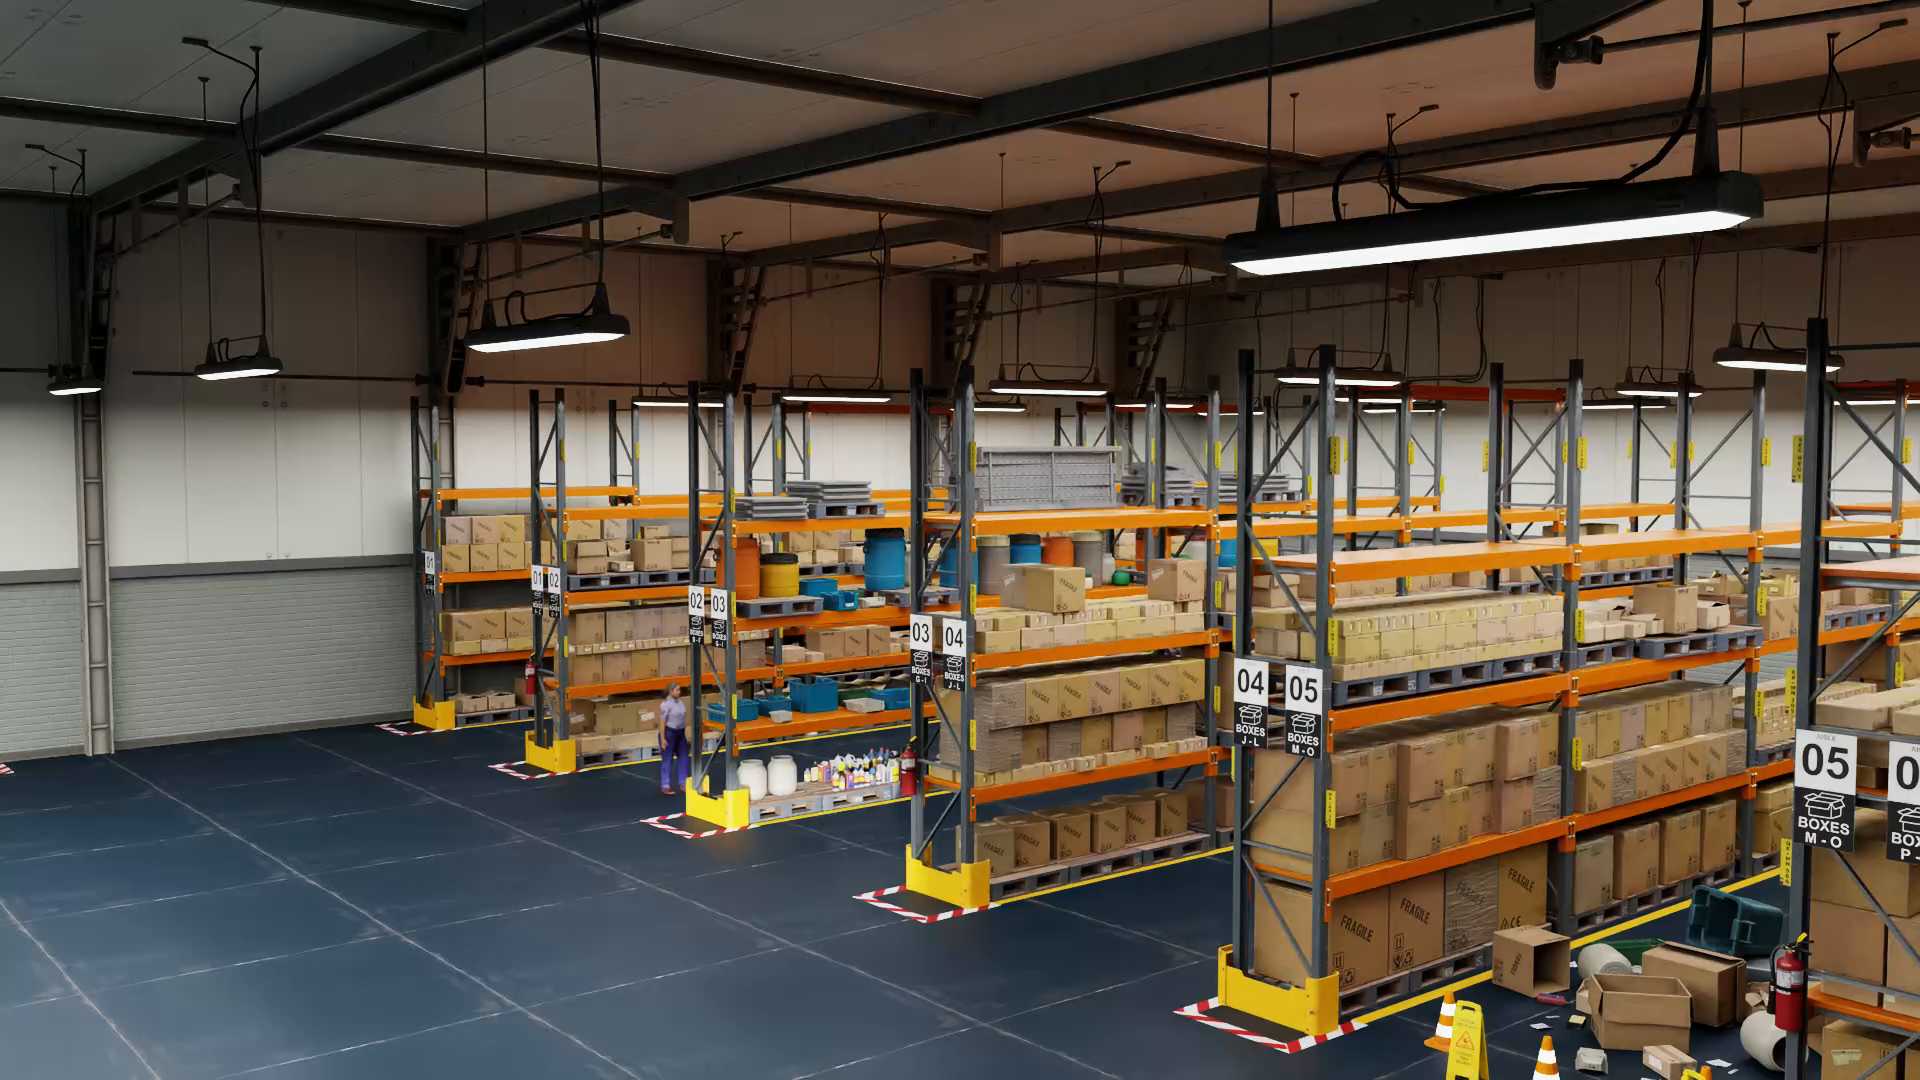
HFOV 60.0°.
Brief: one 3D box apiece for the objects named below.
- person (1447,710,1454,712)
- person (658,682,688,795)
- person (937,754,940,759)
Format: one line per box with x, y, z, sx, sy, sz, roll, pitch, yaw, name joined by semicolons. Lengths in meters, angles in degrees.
6.426;2.986;21.863;0.621;1.774;0.542;-1;4;-21;person
-4.185;2.924;24.418;0.443;1.686;0.540;2;4;27;person
-0.107;2.728;26.944;0.624;1.701;0.621;3;5;42;person
